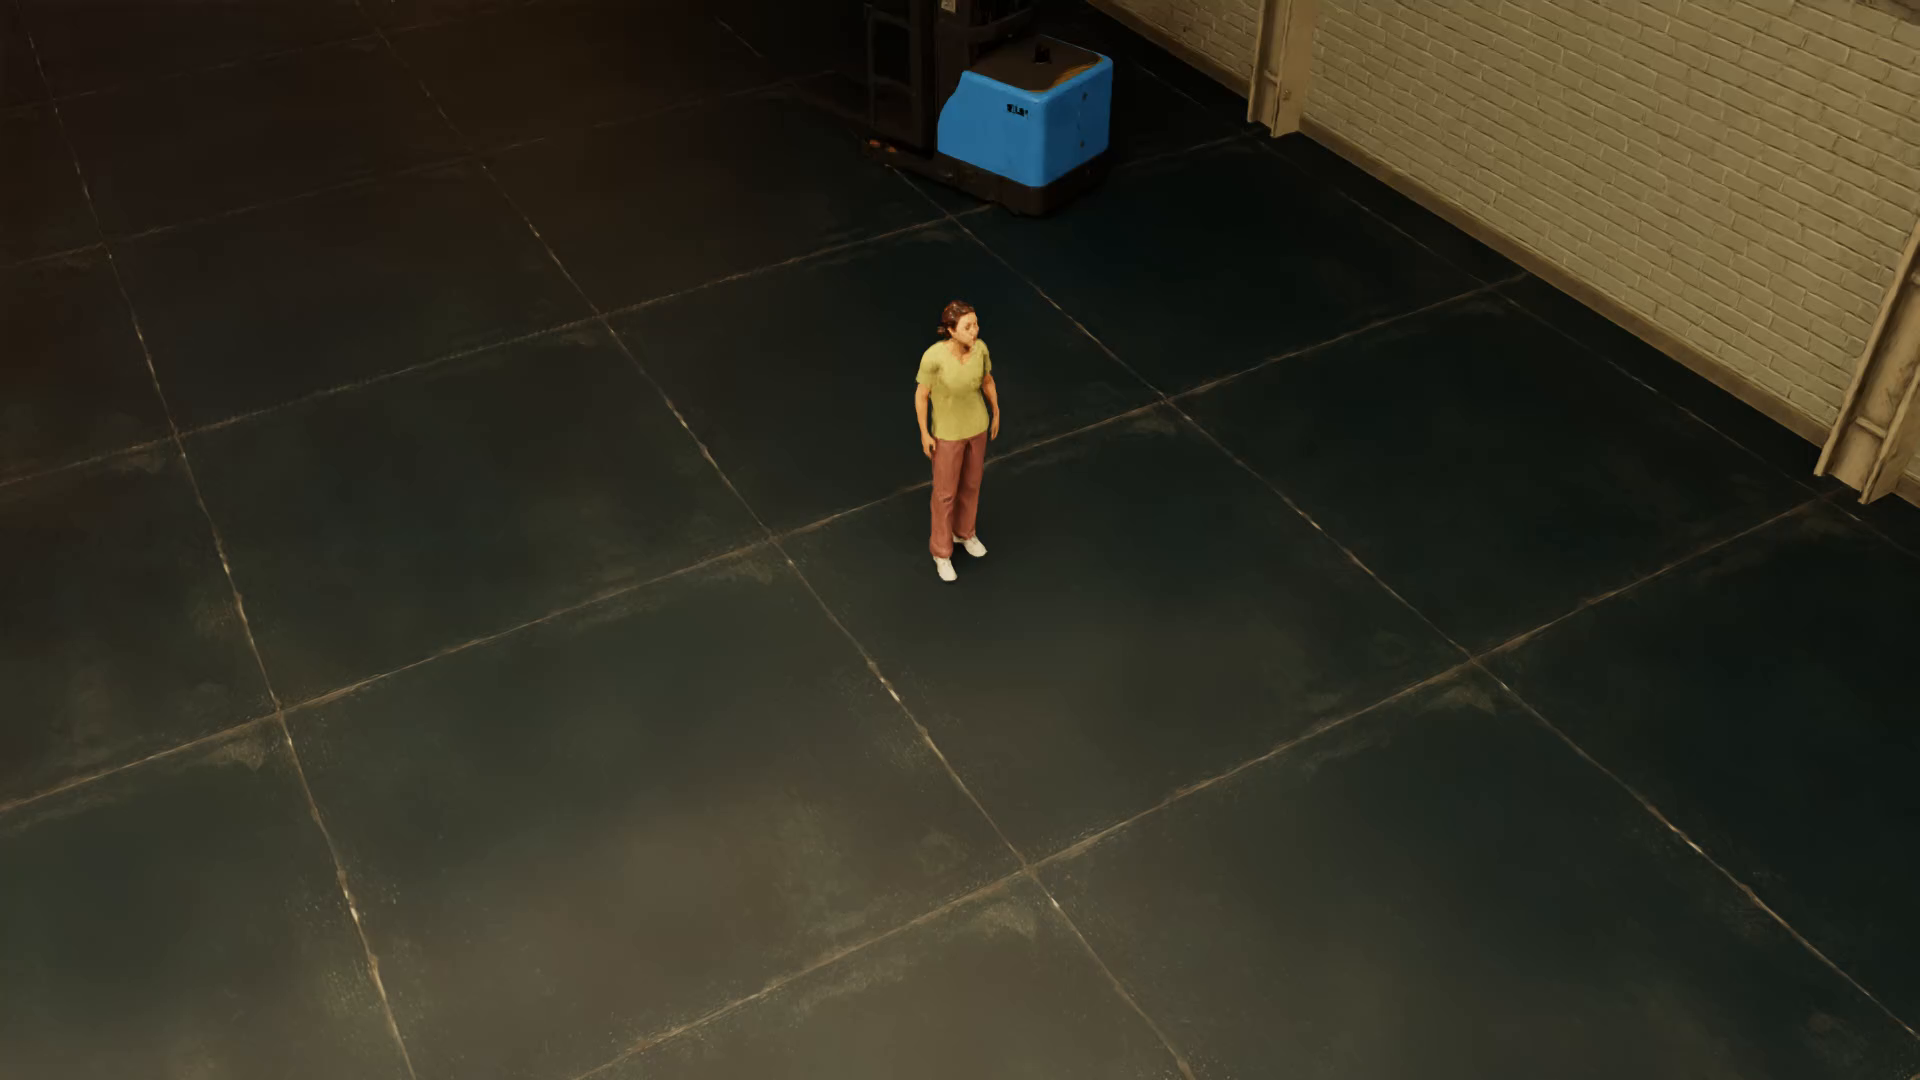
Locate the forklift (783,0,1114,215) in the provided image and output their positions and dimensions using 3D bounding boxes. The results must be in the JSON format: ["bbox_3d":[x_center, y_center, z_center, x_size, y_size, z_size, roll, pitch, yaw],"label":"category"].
[{"bbox_3d":[-0.207,-4.534,13.502,3.031,2.935,1.130,28,47,30],"label":"forklift"}]

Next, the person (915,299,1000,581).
[{"bbox_3d":[0.028,-0.606,9.739,0.554,1.674,0.548,-20,44,-23],"label":"person"}]
